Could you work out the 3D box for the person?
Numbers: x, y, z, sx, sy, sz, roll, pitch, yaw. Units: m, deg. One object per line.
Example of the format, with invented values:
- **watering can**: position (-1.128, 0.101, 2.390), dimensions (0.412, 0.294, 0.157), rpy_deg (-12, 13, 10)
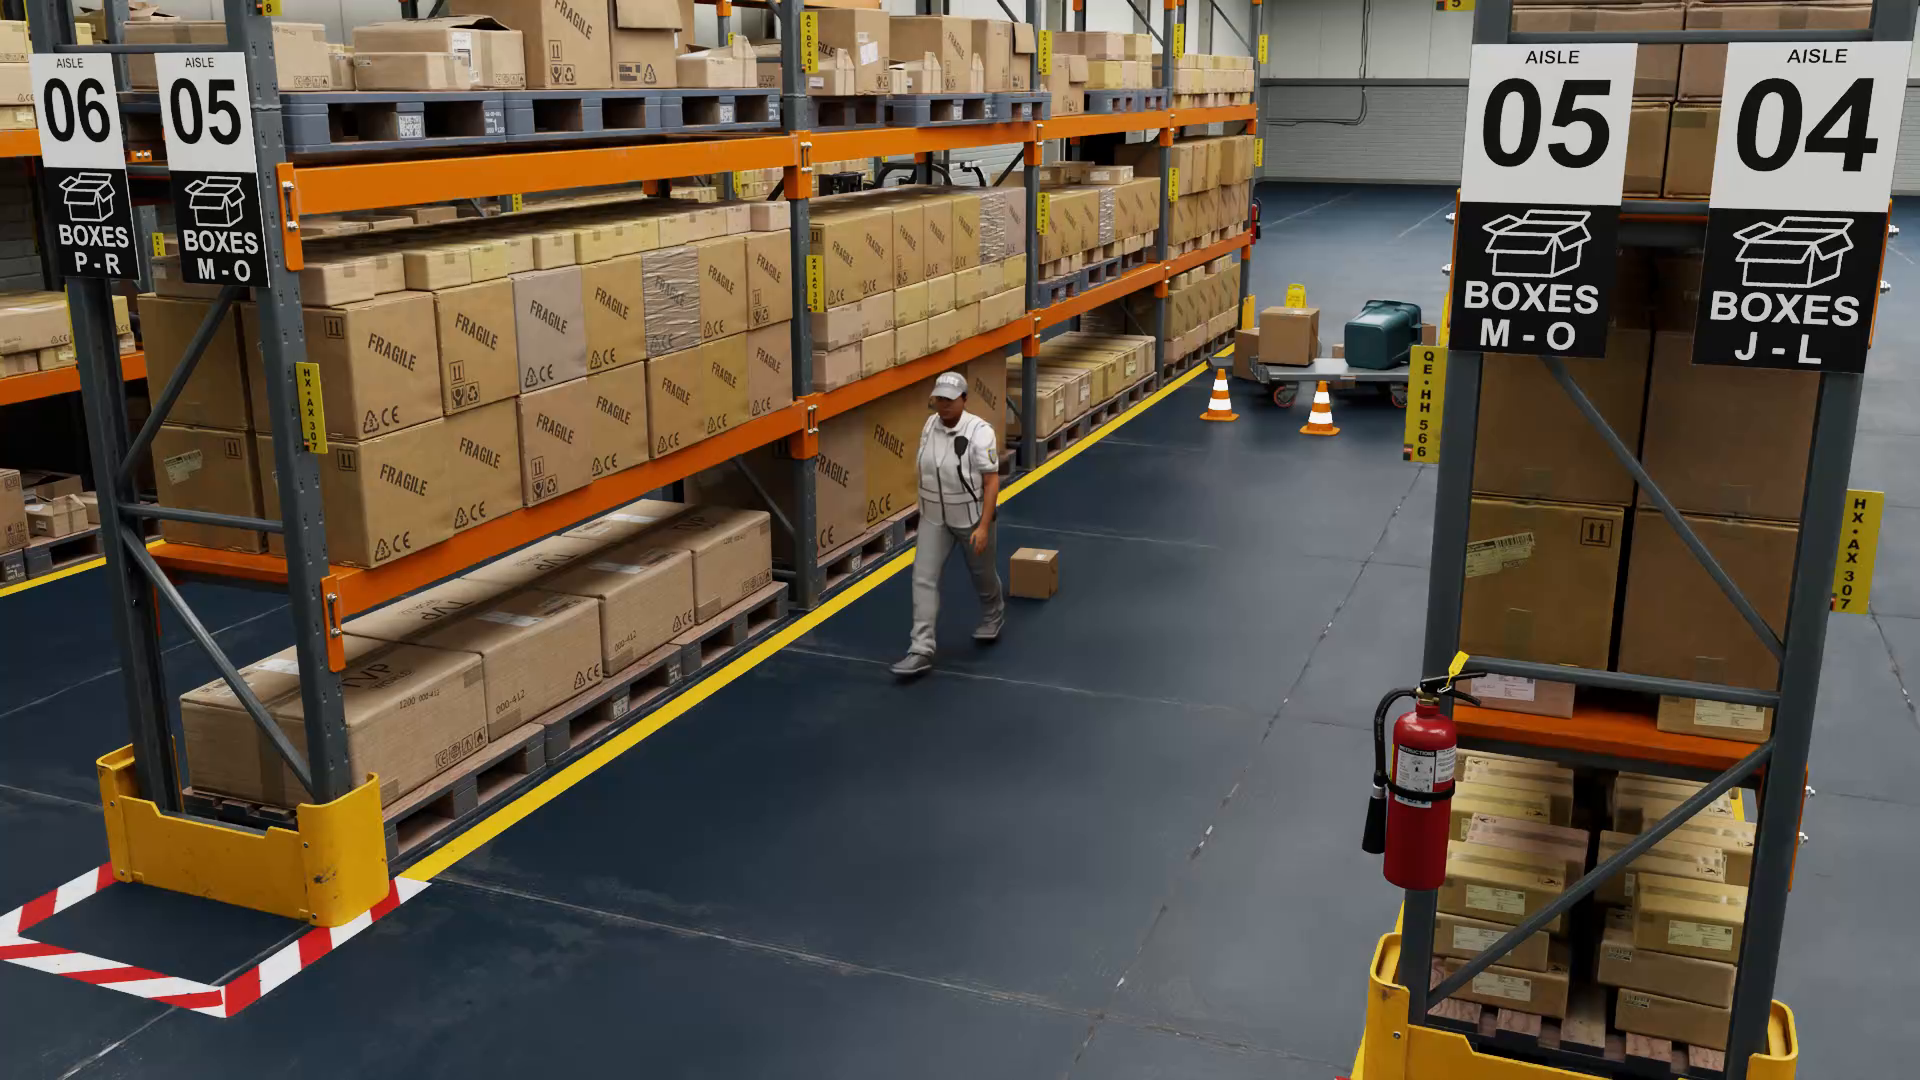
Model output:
- **person**: position (-0.016, -0.122, 8.976), dimensions (0.499, 1.595, 1.029), rpy_deg (6, 17, 22)
